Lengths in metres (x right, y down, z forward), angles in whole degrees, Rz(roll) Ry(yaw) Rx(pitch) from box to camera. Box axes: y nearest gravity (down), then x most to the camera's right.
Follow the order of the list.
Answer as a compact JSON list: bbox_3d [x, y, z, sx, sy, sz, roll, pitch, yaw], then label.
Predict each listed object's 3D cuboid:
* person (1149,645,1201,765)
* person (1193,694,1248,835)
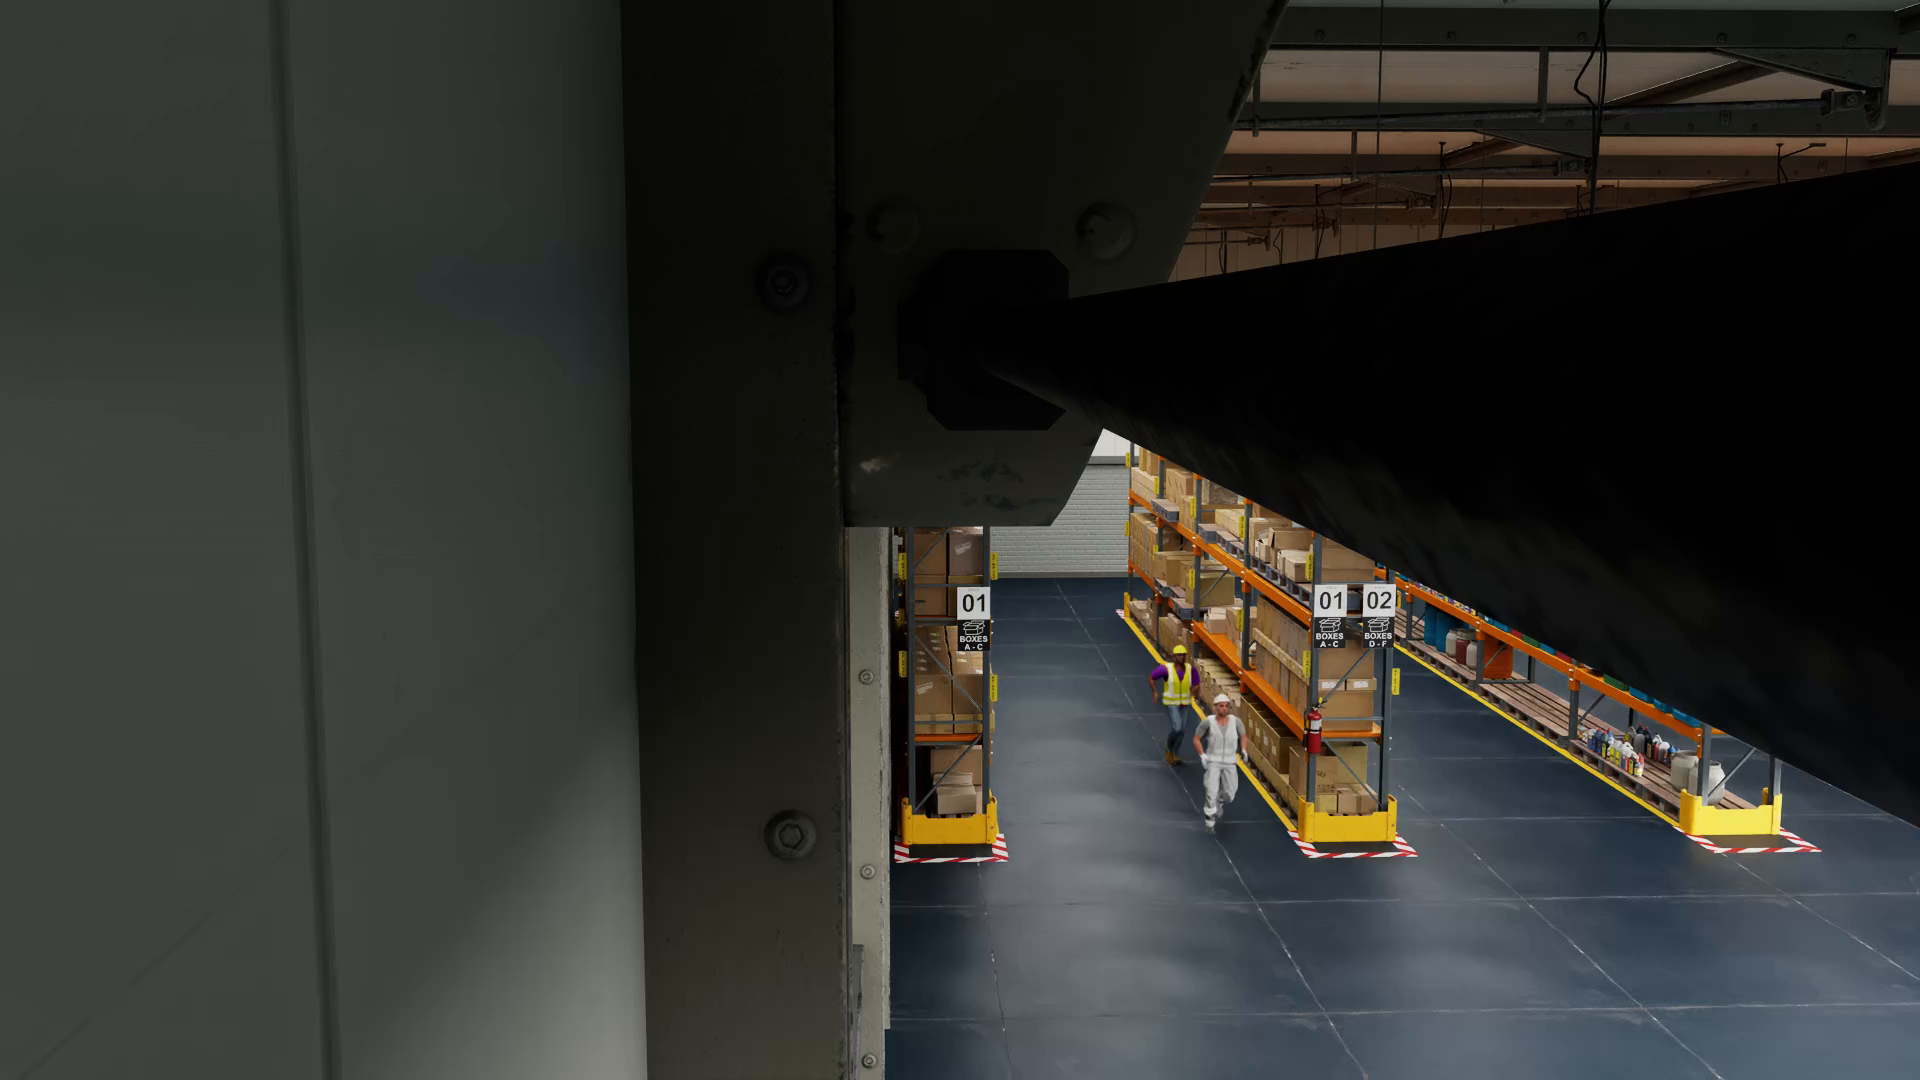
[{"bbox_3d":[3.155,2.384,24.026,0.692,1.741,0.640,-2,8,-16],"label":"person"},{"bbox_3d":[3.276,2.801,20.951,0.686,1.756,0.613,0,7,-1],"label":"person"}]
